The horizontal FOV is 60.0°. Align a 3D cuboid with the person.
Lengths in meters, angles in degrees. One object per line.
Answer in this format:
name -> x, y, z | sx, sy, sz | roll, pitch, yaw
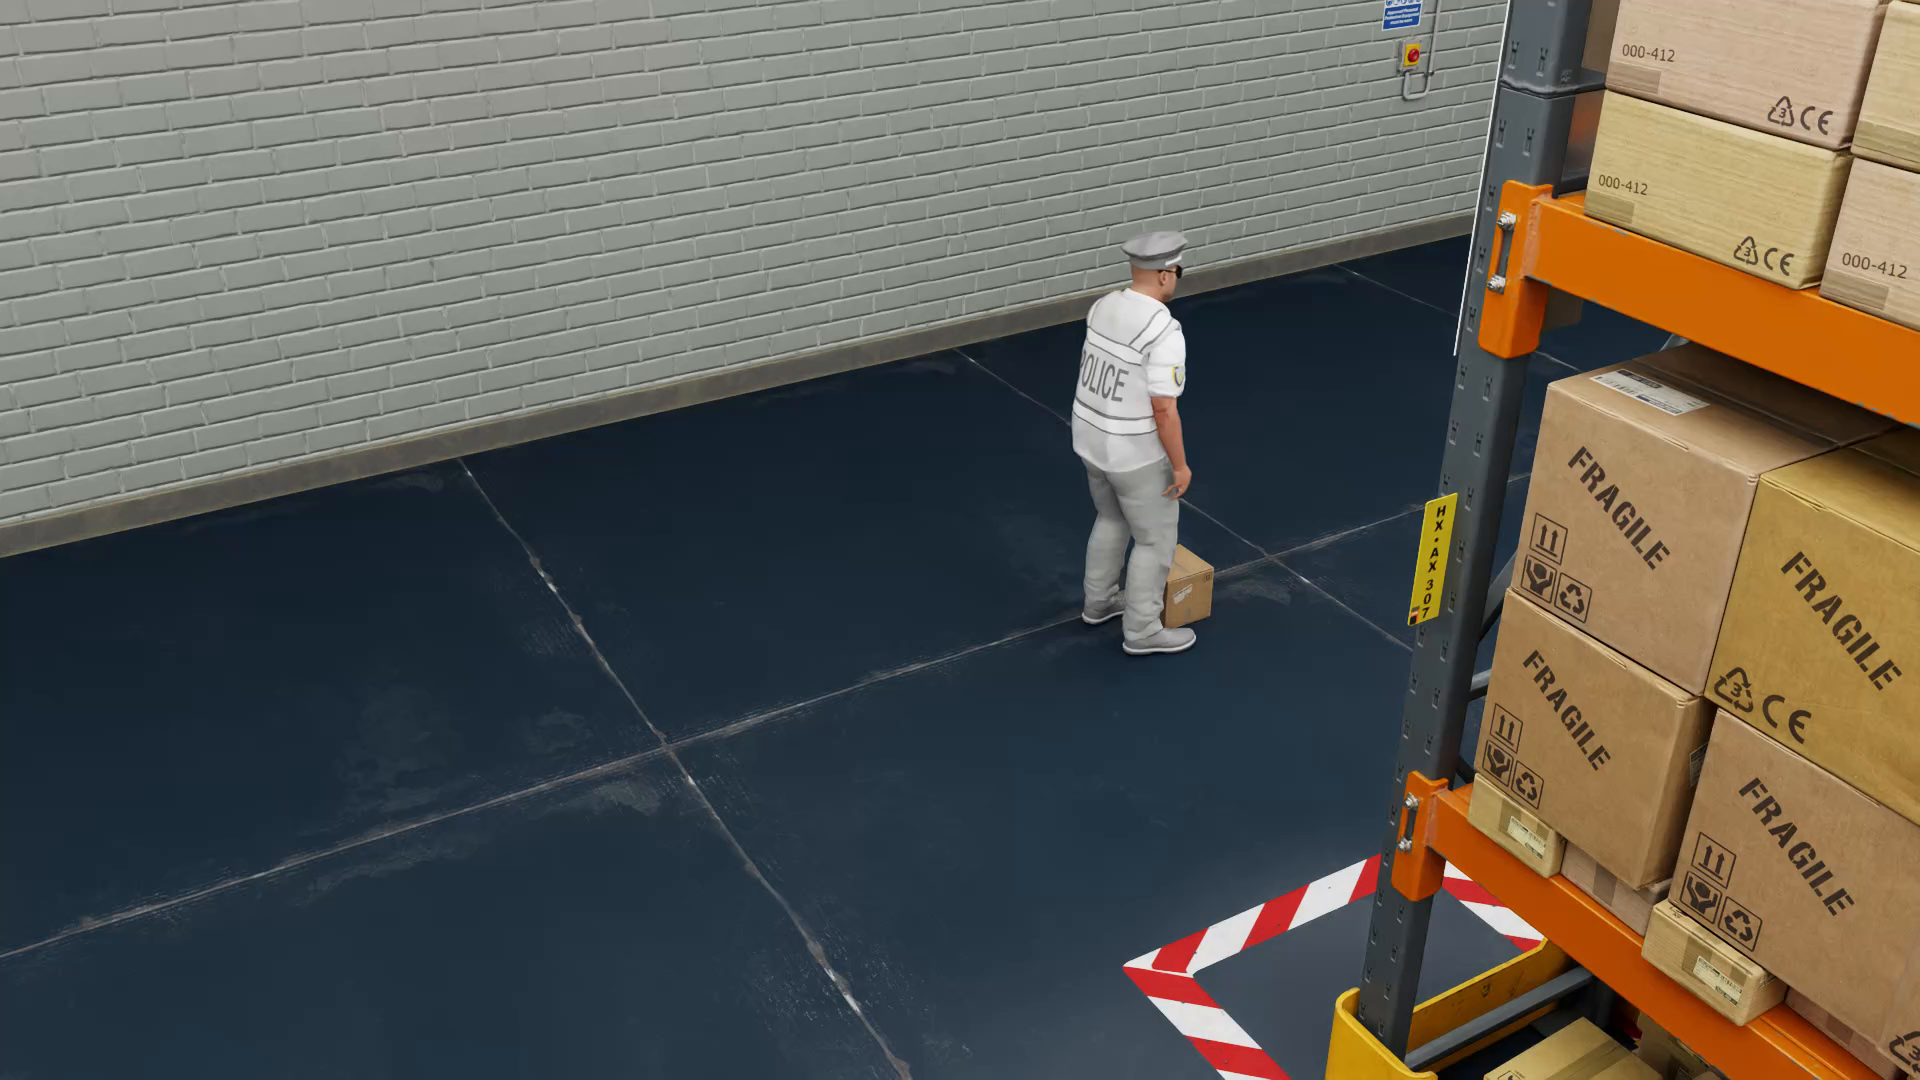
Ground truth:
person -> 0.699, -0.383, 6.812 | 0.434, 1.748, 0.594 | -17, 33, -27
